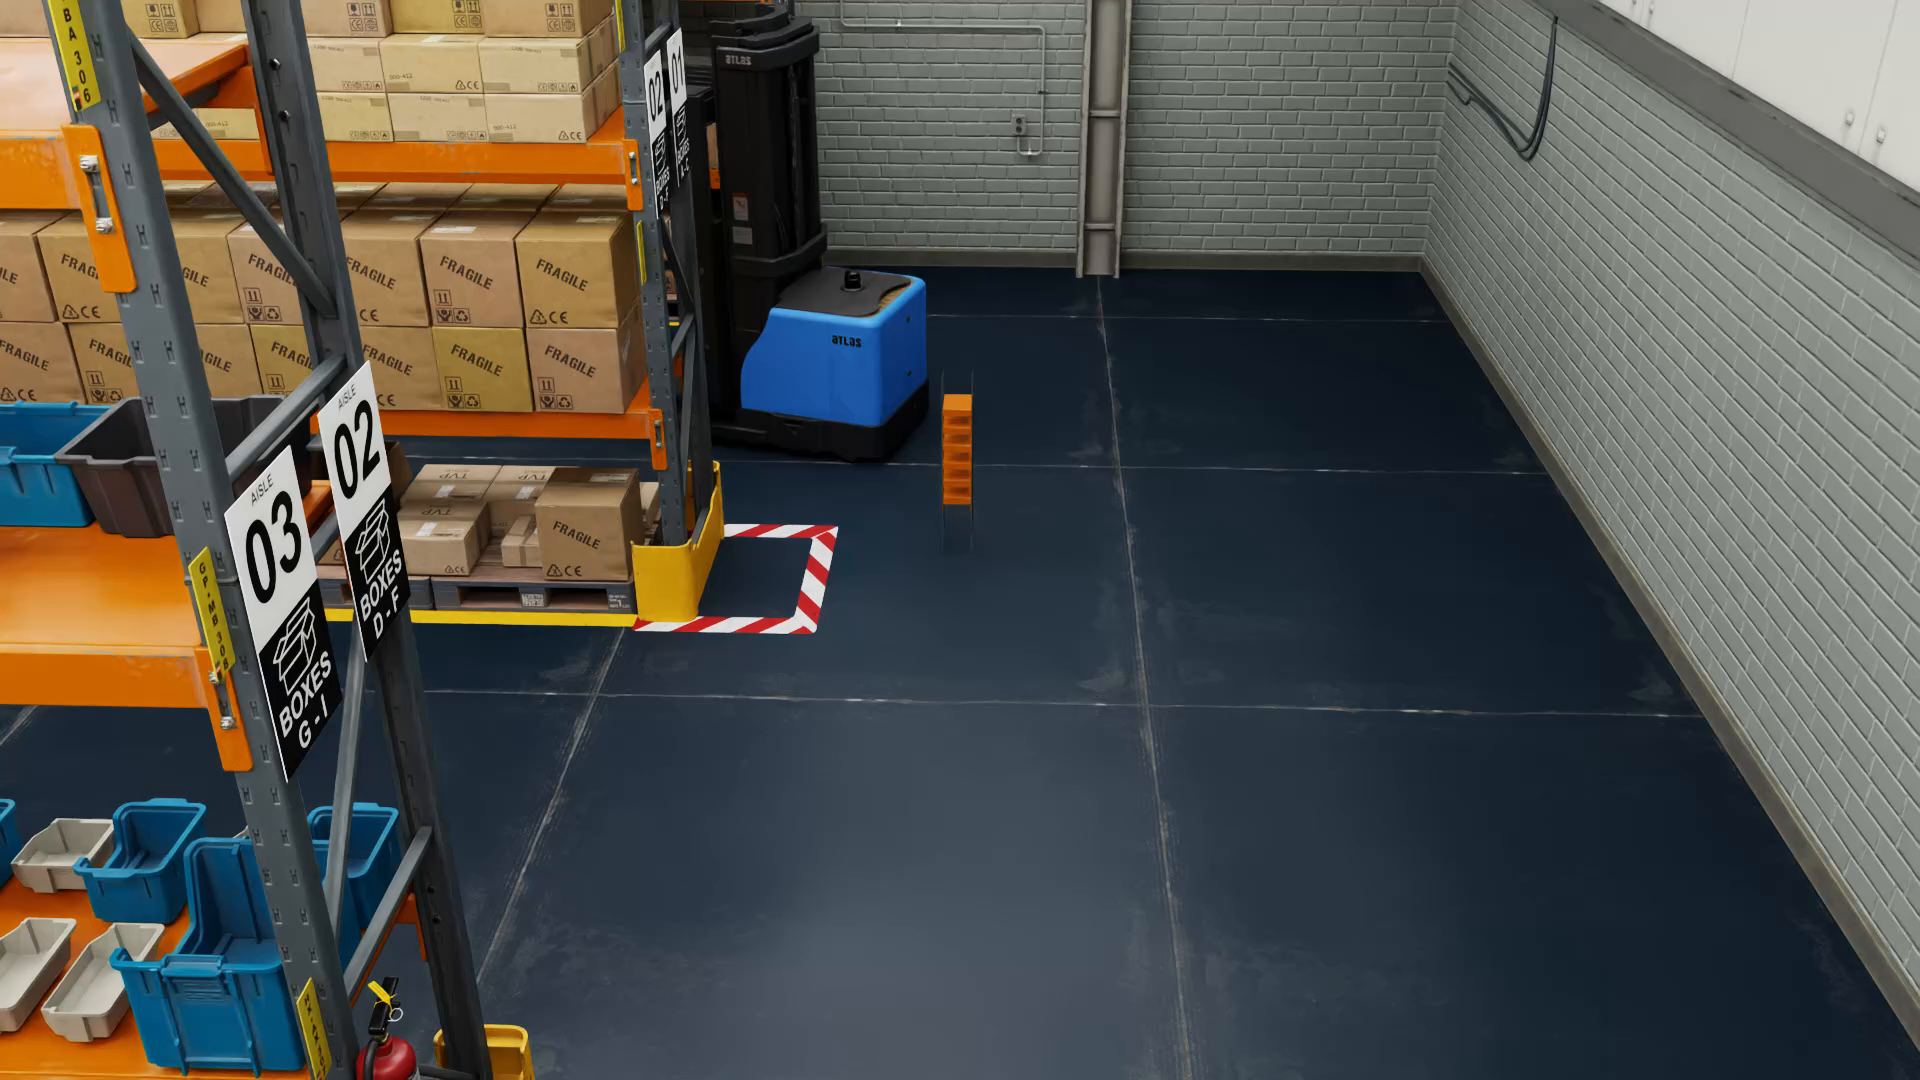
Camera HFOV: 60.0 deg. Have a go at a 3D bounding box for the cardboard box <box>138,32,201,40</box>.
[{"bbox_3d":[-4.155,-2.516,8.642,0.500,0.250,0.500,1,28,2],"label":"cardboard box"}]

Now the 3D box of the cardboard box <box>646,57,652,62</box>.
[{"bbox_3d":[-2.700,-3.577,13.900,0.700,0.700,0.980,1,28,1],"label":"cardboard box"}]

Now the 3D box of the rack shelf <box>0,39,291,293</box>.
[{"bbox_3d":[-3.811,-0.986,4.122,4.000,0.370,1.077,1,28,2],"label":"rack shelf"}]

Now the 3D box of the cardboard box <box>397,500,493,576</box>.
[{"bbox_3d":[-3.134,-0.018,9.973,0.500,0.250,0.500,1,28,2],"label":"cardboard box"}]

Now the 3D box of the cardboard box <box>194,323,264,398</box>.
[{"bbox_3d":[-4.119,-1.073,9.390,0.500,0.500,0.500,1,28,2],"label":"cardboard box"}]

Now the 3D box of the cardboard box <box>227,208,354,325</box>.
[{"bbox_3d":[-3.624,-1.502,9.133,0.500,0.500,0.500,2,28,3],"label":"cardboard box"}]

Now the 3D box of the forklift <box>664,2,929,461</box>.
[{"bbox_3d":[-1.803,-2.255,11.800,3.031,2.935,1.130,9,29,17],"label":"forklift"}]

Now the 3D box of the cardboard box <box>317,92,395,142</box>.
[{"bbox_3d":[-3.155,-2.275,8.721,0.500,0.250,0.500,1,28,2],"label":"cardboard box"}]

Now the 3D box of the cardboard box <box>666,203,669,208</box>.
[{"bbox_3d":[-2.540,-2.866,14.407,0.250,0.149,0.380,1,28,2],"label":"cardboard box"}]

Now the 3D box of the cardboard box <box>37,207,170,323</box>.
[{"bbox_3d":[-4.654,-1.519,9.164,0.500,0.500,0.500,0,28,0],"label":"cardboard box"}]

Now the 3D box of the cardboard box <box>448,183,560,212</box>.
[{"bbox_3d":[-2.590,-1.737,9.575,0.500,0.500,0.500,1,28,2],"label":"cardboard box"}]

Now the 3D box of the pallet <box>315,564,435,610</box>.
[{"bbox_3d":[-3.722,0.082,10.296,1.213,0.211,1.003,1,28,2],"label":"pallet"}]

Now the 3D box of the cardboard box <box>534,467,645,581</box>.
[{"bbox_3d":[-2.185,-0.099,9.858,0.500,0.500,0.500,1,28,2],"label":"cardboard box"}]

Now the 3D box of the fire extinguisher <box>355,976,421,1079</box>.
[{"bbox_3d":[-1.677,1.618,4.902,0.183,0.674,0.296,1,28,2],"label":"fire extinguisher"}]

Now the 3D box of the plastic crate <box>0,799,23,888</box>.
[{"bbox_3d":[-3.363,1.071,5.567,0.300,0.233,0.416,1,28,2],"label":"plastic crate"}]

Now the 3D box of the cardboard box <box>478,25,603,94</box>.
[{"bbox_3d":[-2.156,-2.484,8.583,0.500,0.250,0.500,1,28,2],"label":"cardboard box"}]

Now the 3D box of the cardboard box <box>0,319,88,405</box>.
[{"bbox_3d":[-5.131,-1.089,9.421,0.500,0.500,0.500,2,28,3],"label":"cardboard box"}]

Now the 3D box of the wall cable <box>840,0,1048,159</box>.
[{"bbox_3d":[-0.149,-4.304,14.508,1.851,1.984,0.084,1,28,2],"label":"wall cable"}]

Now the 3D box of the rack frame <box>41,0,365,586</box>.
[{"bbox_3d":[-1.812,-1.447,3.797,0.127,3.000,1.000,1,28,2],"label":"rack frame"}]

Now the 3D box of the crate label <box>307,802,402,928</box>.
[{"bbox_3d":[-2.047,1.093,5.526,0.303,0.233,0.416,1,28,2],"label":"crate label"}]

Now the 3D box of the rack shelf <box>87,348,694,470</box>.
[{"bbox_3d":[-3.632,-0.830,9.807,4.000,0.370,1.077,1,28,2],"label":"rack shelf"}]

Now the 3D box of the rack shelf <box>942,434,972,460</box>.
[{"bbox_3d":[-0.014,-0.597,10.359,0.180,0.103,0.258,1,28,2],"label":"rack shelf"}]

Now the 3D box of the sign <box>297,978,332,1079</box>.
[{"bbox_3d":[-1.815,1.389,4.678,0.005,0.325,0.100,1,28,2],"label":"sign"}]

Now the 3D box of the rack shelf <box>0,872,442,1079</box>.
[{"bbox_3d":[-3.811,1.488,5.433,4.000,0.370,1.077,1,28,2],"label":"rack shelf"}]

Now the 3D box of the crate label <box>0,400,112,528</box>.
[{"bbox_3d":[-2.722,-0.223,4.849,0.502,0.251,0.408,1,28,2],"label":"crate label"}]

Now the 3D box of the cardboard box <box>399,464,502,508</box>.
[{"bbox_3d":[-3.166,-0.253,10.416,0.500,0.250,0.500,1,28,2],"label":"cardboard box"}]

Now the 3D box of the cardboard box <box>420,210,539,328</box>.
[{"bbox_3d":[-2.593,-1.488,9.105,0.500,0.500,0.500,2,28,3],"label":"cardboard box"}]

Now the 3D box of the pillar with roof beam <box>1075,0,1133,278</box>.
[{"bbox_3d":[1.115,-4.430,9.424,0.400,9.000,9.100,1,28,2],"label":"pillar with roof beam"}]

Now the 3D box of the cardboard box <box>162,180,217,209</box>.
[{"bbox_3d":[-4.604,-1.773,9.643,0.500,0.500,0.500,0,28,1],"label":"cardboard box"}]

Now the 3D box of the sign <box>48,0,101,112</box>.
[{"bbox_3d":[-1.815,-1.047,3.387,0.005,0.325,0.100,1,28,2],"label":"sign"}]

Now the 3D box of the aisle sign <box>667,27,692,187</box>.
[{"bbox_3d":[-1.555,-2.400,9.224,0.004,0.787,0.394,1,28,2],"label":"aisle sign"}]

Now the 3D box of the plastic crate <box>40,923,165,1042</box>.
[{"bbox_3d":[-2.633,1.365,5.116,0.243,0.136,0.396,1,28,2],"label":"plastic crate"}]

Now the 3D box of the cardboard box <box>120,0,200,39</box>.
[{"bbox_3d":[-4.149,-2.922,8.608,0.500,0.500,0.700,1,28,2],"label":"cardboard box"}]

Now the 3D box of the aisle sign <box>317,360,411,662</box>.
[{"bbox_3d":[-1.729,-0.083,4.854,0.004,0.787,0.394,1,28,2],"label":"aisle sign"}]

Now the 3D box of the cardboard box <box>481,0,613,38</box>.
[{"bbox_3d":[-2.147,-2.927,8.618,0.500,0.500,0.700,1,28,2],"label":"cardboard box"}]

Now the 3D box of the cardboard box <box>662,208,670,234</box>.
[{"bbox_3d":[-2.555,-2.687,14.069,0.250,0.149,0.380,2,28,3],"label":"cardboard box"}]

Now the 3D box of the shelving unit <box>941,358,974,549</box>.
[{"bbox_3d":[-0.014,-0.530,10.395,0.189,1.200,0.258,1,28,2],"label":"shelving unit"}]

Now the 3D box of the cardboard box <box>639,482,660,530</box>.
[{"bbox_3d":[-2.040,-0.218,10.457,0.250,0.149,0.380,1,28,2],"label":"cardboard box"}]

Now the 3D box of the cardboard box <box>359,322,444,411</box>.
[{"bbox_3d":[-3.107,-1.057,9.360,0.500,0.500,0.500,1,28,2],"label":"cardboard box"}]

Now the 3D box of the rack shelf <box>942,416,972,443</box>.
[{"bbox_3d":[-0.014,-0.703,10.303,0.180,0.103,0.258,1,28,2],"label":"rack shelf"}]

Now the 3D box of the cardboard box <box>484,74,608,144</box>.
[{"bbox_3d":[-2.156,-2.259,8.692,0.500,0.250,0.500,1,28,2],"label":"cardboard box"}]

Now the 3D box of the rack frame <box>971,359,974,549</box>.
[{"bbox_3d":[0.077,-0.529,10.392,0.006,1.200,0.240,1,28,2],"label":"rack frame"}]

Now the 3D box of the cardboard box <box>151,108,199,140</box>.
[{"bbox_3d":[-4.154,-2.297,8.764,0.500,0.250,0.500,1,28,2],"label":"cardboard box"}]

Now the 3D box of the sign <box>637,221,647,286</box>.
[{"bbox_3d":[-1.673,-1.507,8.742,0.005,0.325,0.100,1,28,2],"label":"sign"}]

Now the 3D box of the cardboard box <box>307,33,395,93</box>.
[{"bbox_3d":[-3.155,-2.502,8.617,0.500,0.250,0.500,1,28,2],"label":"cardboard box"}]

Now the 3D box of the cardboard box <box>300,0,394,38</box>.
[{"bbox_3d":[-3.147,-2.933,8.629,0.500,0.500,0.700,1,28,2],"label":"cardboard box"}]

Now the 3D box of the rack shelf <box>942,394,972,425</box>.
[{"bbox_3d":[-0.014,-0.809,10.247,0.180,0.103,0.258,1,28,2],"label":"rack shelf"}]

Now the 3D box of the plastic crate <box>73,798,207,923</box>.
[{"bbox_3d":[-2.705,1.082,5.547,0.300,0.233,0.416,1,28,2],"label":"plastic crate"}]

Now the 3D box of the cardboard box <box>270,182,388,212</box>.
[{"bbox_3d":[-3.598,-1.755,9.610,0.500,0.500,0.500,1,28,1],"label":"cardboard box"}]

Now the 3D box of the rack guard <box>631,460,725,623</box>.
[{"bbox_3d":[-1.709,-0.012,10.164,0.348,0.500,1.175,1,28,2],"label":"rack guard"}]

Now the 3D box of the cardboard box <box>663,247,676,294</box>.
[{"bbox_3d":[-2.665,-2.488,14.386,0.500,0.500,0.700,1,28,2],"label":"cardboard box"}]

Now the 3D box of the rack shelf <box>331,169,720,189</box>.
[{"bbox_3d":[-3.461,-3.149,14.181,4.000,0.370,1.077,1,28,2],"label":"rack shelf"}]

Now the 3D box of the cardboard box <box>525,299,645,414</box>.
[{"bbox_3d":[-2.090,-1.039,9.326,0.500,0.500,0.500,2,28,3],"label":"cardboard box"}]

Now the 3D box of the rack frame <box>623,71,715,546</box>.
[{"bbox_3d":[-1.633,-1.115,9.576,0.127,3.000,1.000,1,28,2],"label":"rack frame"}]
